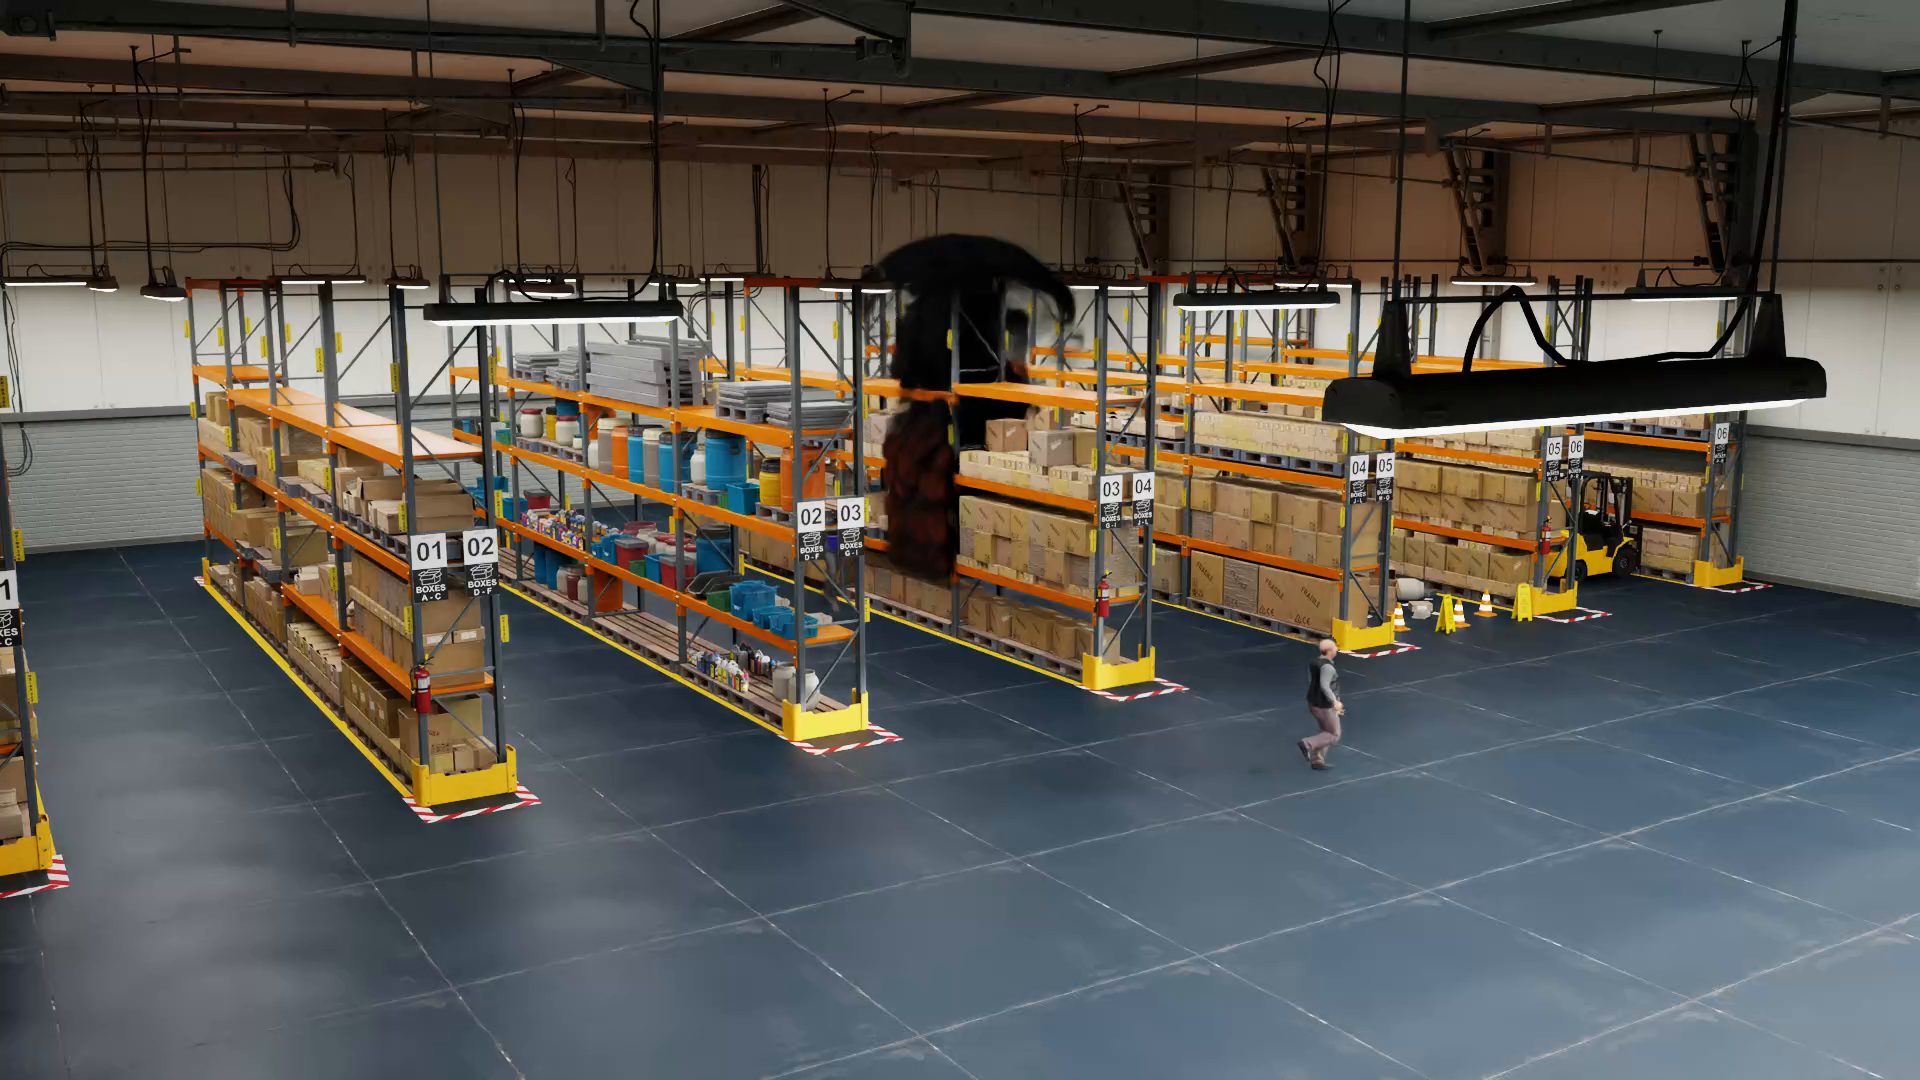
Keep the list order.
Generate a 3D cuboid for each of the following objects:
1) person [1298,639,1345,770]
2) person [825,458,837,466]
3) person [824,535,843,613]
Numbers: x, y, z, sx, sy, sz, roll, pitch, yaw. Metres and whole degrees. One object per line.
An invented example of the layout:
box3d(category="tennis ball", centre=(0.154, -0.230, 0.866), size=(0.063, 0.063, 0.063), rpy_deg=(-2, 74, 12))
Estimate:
box3d(category="person", centre=(4.499, 2.065, 20.774), size=(0.618, 1.675, 0.644), rpy_deg=(-1, 10, -8))
box3d(category="person", centre=(-3.133, -1.340, 40.957), size=(0.707, 1.743, 0.564), rpy_deg=(3, 10, 18))
box3d(category="person", centre=(-2.211, 0.363, 29.322), size=(0.555, 1.776, 0.728), rpy_deg=(-8, 12, -38))
